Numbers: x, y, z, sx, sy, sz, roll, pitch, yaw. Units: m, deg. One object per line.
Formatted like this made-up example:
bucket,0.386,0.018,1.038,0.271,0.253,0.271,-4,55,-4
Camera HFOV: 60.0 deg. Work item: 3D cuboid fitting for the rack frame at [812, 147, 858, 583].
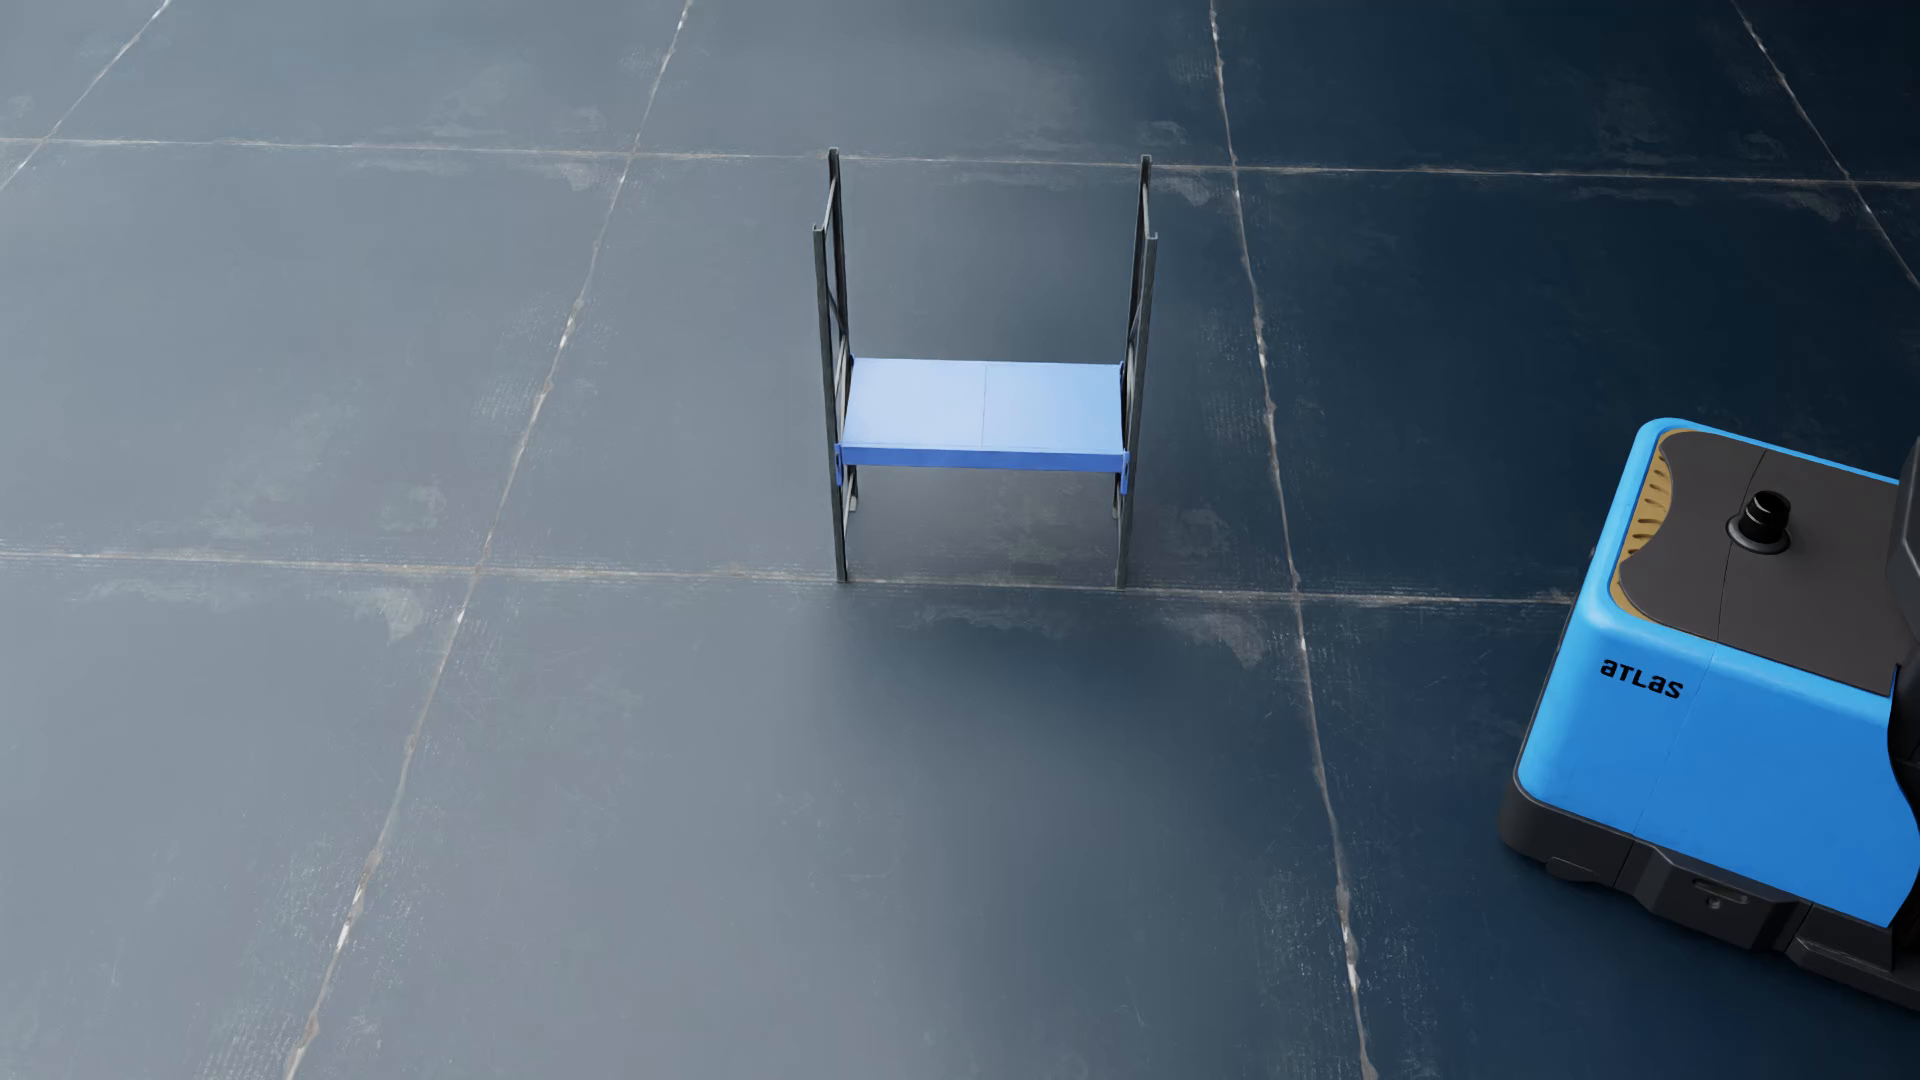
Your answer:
rack frame,-0.423,-0.562,5.753,0.032,1.500,0.500,2,43,2

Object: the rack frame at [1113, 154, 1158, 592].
rack frame,0.593,-0.531,5.719,0.032,1.500,0.500,2,43,2

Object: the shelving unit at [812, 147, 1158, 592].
shelving unit,0.085,-0.546,5.736,1.048,1.500,0.538,2,43,2

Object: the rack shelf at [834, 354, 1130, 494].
rack shelf,0.085,-0.415,5.859,1.000,0.185,0.538,2,43,2

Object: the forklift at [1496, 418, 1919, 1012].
forklift,3.219,0.072,4.023,3.031,2.935,1.130,20,46,20
